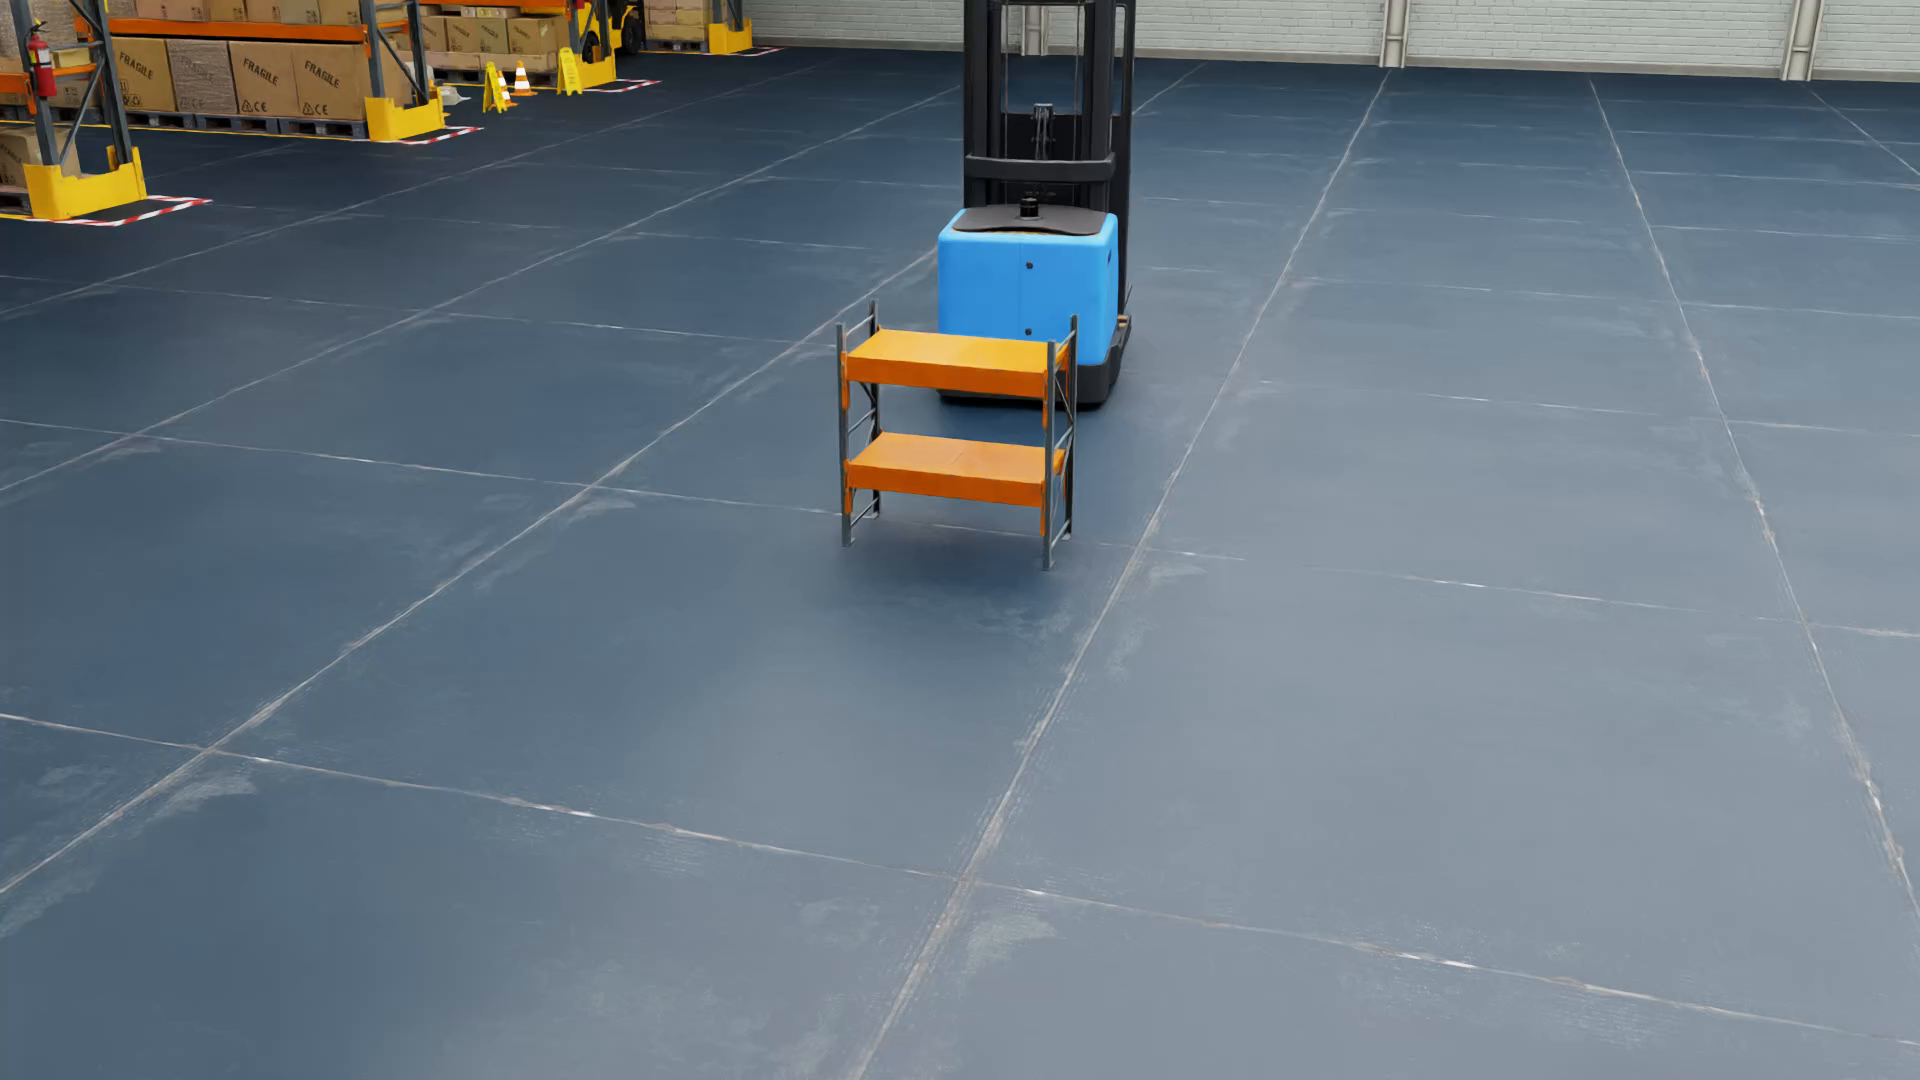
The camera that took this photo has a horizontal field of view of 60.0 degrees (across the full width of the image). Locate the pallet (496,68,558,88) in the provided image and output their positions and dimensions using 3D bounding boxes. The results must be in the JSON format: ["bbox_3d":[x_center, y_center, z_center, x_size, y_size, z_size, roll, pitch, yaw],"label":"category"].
[{"bbox_3d":[-6.321,-7.022,25.112,1.213,0.211,1.003,7,23,16],"label":"pallet"}]

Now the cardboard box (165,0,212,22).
[{"bbox_3d":[-9.270,-6.711,20.479,0.550,0.550,0.875,7,23,16],"label":"cardboard box"}]

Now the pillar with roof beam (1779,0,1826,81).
[{"bbox_3d":[11.533,-9.648,19.934,0.400,9.000,9.100,7,23,16],"label":"pillar with roof beam"}]

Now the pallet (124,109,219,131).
[{"bbox_3d":[-9.938,-5.429,21.228,1.213,0.211,1.003,7,23,15],"label":"pallet"}]

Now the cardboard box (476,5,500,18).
[{"bbox_3d":[-6.933,-7.809,24.582,0.250,0.149,0.380,7,23,16],"label":"cardboard box"}]

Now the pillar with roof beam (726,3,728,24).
[{"bbox_3d":[-5.700,-11.621,24.744,0.400,9.000,9.100,7,23,16],"label":"pillar with roof beam"}]

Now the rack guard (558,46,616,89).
[{"bbox_3d":[-5.553,-7.054,24.809,0.348,0.500,1.175,7,23,16],"label":"rack guard"}]

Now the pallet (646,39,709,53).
[{"bbox_3d":[-4.794,-8.785,29.408,1.213,0.211,1.003,7,23,16],"label":"pallet"}]

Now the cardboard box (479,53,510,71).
[{"bbox_3d":[-6.826,-7.175,24.879,0.500,0.250,0.500,7,23,16],"label":"cardboard box"}]

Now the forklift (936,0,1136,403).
[{"bbox_3d":[0.608,-2.714,11.025,1.130,2.935,3.031,4,23,9],"label":"forklift"}]

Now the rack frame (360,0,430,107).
[{"bbox_3d":[-6.814,-6.393,19.902,0.127,3.000,1.000,7,23,16],"label":"rack frame"}]

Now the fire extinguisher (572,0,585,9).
[{"bbox_3d":[-5.504,-7.987,23.890,0.183,0.674,0.296,7,23,16],"label":"fire extinguisher"}]

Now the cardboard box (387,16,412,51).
[{"bbox_3d":[-8.307,-7.693,25.153,0.500,0.500,0.500,8,23,18],"label":"cardboard box"}]

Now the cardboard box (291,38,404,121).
[{"bbox_3d":[-7.482,-5.654,20.349,0.875,0.875,0.875,7,23,16],"label":"cardboard box"}]

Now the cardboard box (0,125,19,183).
[{"bbox_3d":[-9.518,-3.767,16.242,0.500,0.500,0.500,13,26,29],"label":"cardboard box"}]

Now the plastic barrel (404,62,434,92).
[{"bbox_3d":[-7.895,-6.687,24.014,0.512,0.421,0.421,-14,26,-30],"label":"plastic barrel"}]

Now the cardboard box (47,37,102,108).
[{"bbox_3d":[-11.263,-6.020,21.405,0.750,0.750,1.050,6,23,15],"label":"cardboard box"}]

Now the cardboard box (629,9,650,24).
[{"bbox_3d":[-5.584,-9.207,29.175,0.500,0.250,0.500,6,23,14],"label":"cardboard box"}]

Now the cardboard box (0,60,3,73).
[{"bbox_3d":[-8.915,-4.469,15.545,0.250,0.149,0.380,7,23,16],"label":"cardboard box"}]

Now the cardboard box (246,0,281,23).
[{"bbox_3d":[-8.215,-6.646,20.322,0.550,0.550,0.875,7,23,16],"label":"cardboard box"}]

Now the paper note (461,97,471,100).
[{"bbox_3d":[-6.960,-6.209,23.367,0.142,0.019,0.148,-1,22,-3],"label":"paper note"}]

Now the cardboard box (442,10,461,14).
[{"bbox_3d":[-7.690,-7.832,25.493,0.500,0.500,0.500,8,24,18],"label":"cardboard box"}]

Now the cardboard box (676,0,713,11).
[{"bbox_3d":[-4.581,-9.328,28.811,0.500,0.250,0.500,7,23,17],"label":"cardboard box"}]

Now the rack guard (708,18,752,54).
[{"bbox_3d":[-4.027,-8.847,29.179,0.348,0.500,1.175,7,23,16],"label":"rack guard"}]

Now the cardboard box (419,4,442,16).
[{"bbox_3d":[-7.970,-7.928,24.871,0.250,0.149,0.380,8,24,19],"label":"cardboard box"}]

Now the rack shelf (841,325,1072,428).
[{"bbox_3d":[-0.006,-0.792,7.947,1.000,0.278,0.538,7,23,16],"label":"rack shelf"}]

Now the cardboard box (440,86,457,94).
[{"bbox_3d":[-7.318,-6.293,23.416,0.380,0.149,0.250,-20,29,-39],"label":"cardboard box"}]

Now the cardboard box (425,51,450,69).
[{"bbox_3d":[-7.800,-7.289,25.156,0.500,0.250,0.500,6,23,15],"label":"cardboard box"}]

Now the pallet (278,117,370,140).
[{"bbox_3d":[-7.602,-5.162,20.576,1.213,0.211,1.003,7,23,15],"label":"pallet"}]

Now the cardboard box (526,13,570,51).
[{"bbox_3d":[-6.196,-7.663,25.080,0.500,0.500,0.500,6,23,14],"label":"cardboard box"}]

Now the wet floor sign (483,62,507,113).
[{"bbox_3d":[-6.214,-6.020,22.095,0.232,0.644,0.267,3,22,6],"label":"wet floor sign"}]

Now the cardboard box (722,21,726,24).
[{"bbox_3d":[-4.464,-9.053,29.458,0.500,0.250,0.500,7,23,16],"label":"cardboard box"}]

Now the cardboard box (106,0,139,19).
[{"bbox_3d":[-10.286,-6.865,20.855,0.550,0.550,0.875,7,23,16],"label":"cardboard box"}]

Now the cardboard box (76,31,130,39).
[{"bbox_3d":[-13.777,-8.397,27.034,0.875,0.875,0.875,6,23,15],"label":"cardboard box"}]

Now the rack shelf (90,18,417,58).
[{"bbox_3d":[-8.728,-6.279,20.573,4.000,0.370,1.077,7,23,16],"label":"rack shelf"}]

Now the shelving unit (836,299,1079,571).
[{"bbox_3d":[-0.006,-0.521,8.058,1.048,1.125,0.538,7,23,16],"label":"shelving unit"}]

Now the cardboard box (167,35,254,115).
[{"bbox_3d":[-9.197,-5.851,20.827,0.875,0.875,0.875,7,23,16],"label":"cardboard box"}]

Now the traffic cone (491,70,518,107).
[{"bbox_3d":[-6.260,-6.167,22.694,0.334,0.463,0.336,7,23,16],"label":"traffic cone"}]

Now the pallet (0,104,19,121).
[{"bbox_3d":[-12.575,-5.731,21.964,1.213,0.211,1.003,7,23,16],"label":"pallet"}]

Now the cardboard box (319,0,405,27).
[{"bbox_3d":[-7.182,-6.486,19.933,0.550,0.550,0.875,7,23,16],"label":"cardboard box"}]

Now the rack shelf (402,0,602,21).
[{"bbox_3d":[-7.395,-8.089,24.985,4.000,0.370,1.077,7,23,16],"label":"rack shelf"}]

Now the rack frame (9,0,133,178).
[{"bbox_3d":[-8.343,-4.602,15.536,0.127,3.000,1.000,7,23,16],"label":"rack frame"}]

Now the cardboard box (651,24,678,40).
[{"bbox_3d":[-5.065,-8.923,29.141,0.500,0.250,0.500,7,23,15],"label":"cardboard box"}]

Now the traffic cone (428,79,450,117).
[{"bbox_3d":[-6.912,-5.793,21.784,0.334,0.463,0.336,7,23,16],"label":"traffic cone"}]

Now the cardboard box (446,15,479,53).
[{"bbox_3d":[-7.305,-7.578,24.874,0.500,0.500,0.500,6,23,14],"label":"cardboard box"}]

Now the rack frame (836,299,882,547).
[{"bbox_3d":[-0.493,-0.577,8.194,0.032,1.125,0.500,7,23,16],"label":"rack frame"}]

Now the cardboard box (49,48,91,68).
[{"bbox_3d":[-8.547,-4.603,15.871,0.250,0.149,0.380,7,23,16],"label":"cardboard box"}]

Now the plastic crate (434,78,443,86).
[{"bbox_3d":[-8.044,-6.820,24.791,0.583,0.080,0.402,-1,22,-3],"label":"plastic crate"}]

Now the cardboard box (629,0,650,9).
[{"bbox_3d":[-5.558,-9.434,29.068,0.500,0.250,0.500,7,23,16],"label":"cardboard box"}]

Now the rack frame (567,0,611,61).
[{"bbox_3d":[-5.480,-8.202,24.314,0.127,3.000,1.000,7,23,16],"label":"rack frame"}]

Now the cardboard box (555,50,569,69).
[{"bbox_3d":[-6.173,-7.313,25.217,0.500,0.250,0.500,6,23,15],"label":"cardboard box"}]

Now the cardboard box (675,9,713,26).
[{"bbox_3d":[-4.607,-9.099,28.912,0.500,0.250,0.500,6,23,15],"label":"cardboard box"}]

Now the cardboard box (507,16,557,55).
[{"bbox_3d":[-6.323,-7.465,24.597,0.500,0.500,0.500,7,23,16],"label":"cardboard box"}]
